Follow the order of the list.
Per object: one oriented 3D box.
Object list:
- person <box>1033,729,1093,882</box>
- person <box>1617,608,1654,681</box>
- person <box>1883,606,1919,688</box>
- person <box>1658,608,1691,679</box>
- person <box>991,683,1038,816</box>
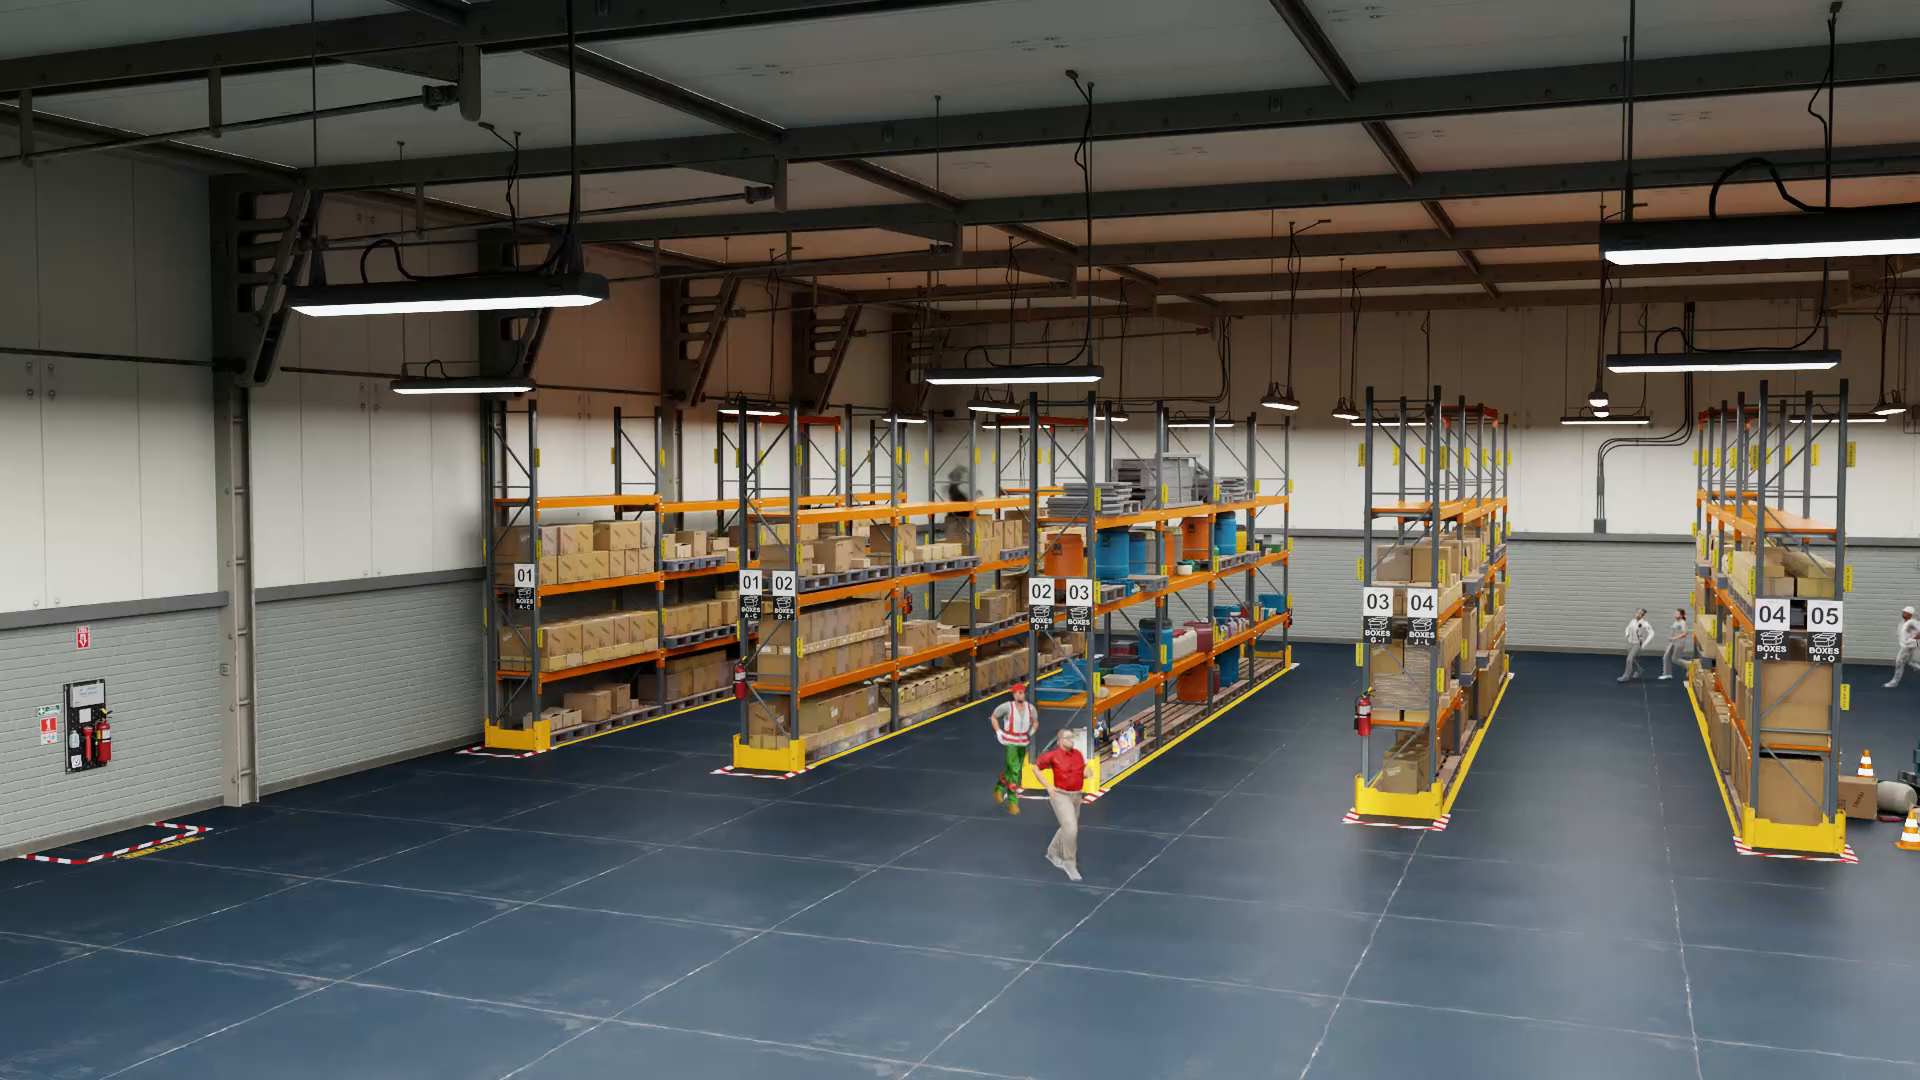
[{"bbox_3d":[1.274,3.158,19.938,0.642,1.795,0.760,-3,4,-44],"label":"person"},{"bbox_3d":[15.133,2.332,37.175,0.796,1.656,0.674,-2,3,-28],"label":"person"},{"bbox_3d":[20.604,2.333,36.103,0.967,1.793,0.687,1,3,19],"label":"person"},{"bbox_3d":[16.205,2.351,37.416,0.812,1.638,0.603,0,3,4],"label":"person"},{"bbox_3d":[0.792,2.934,23.730,0.658,1.821,0.846,-2,3,-31],"label":"person"}]
